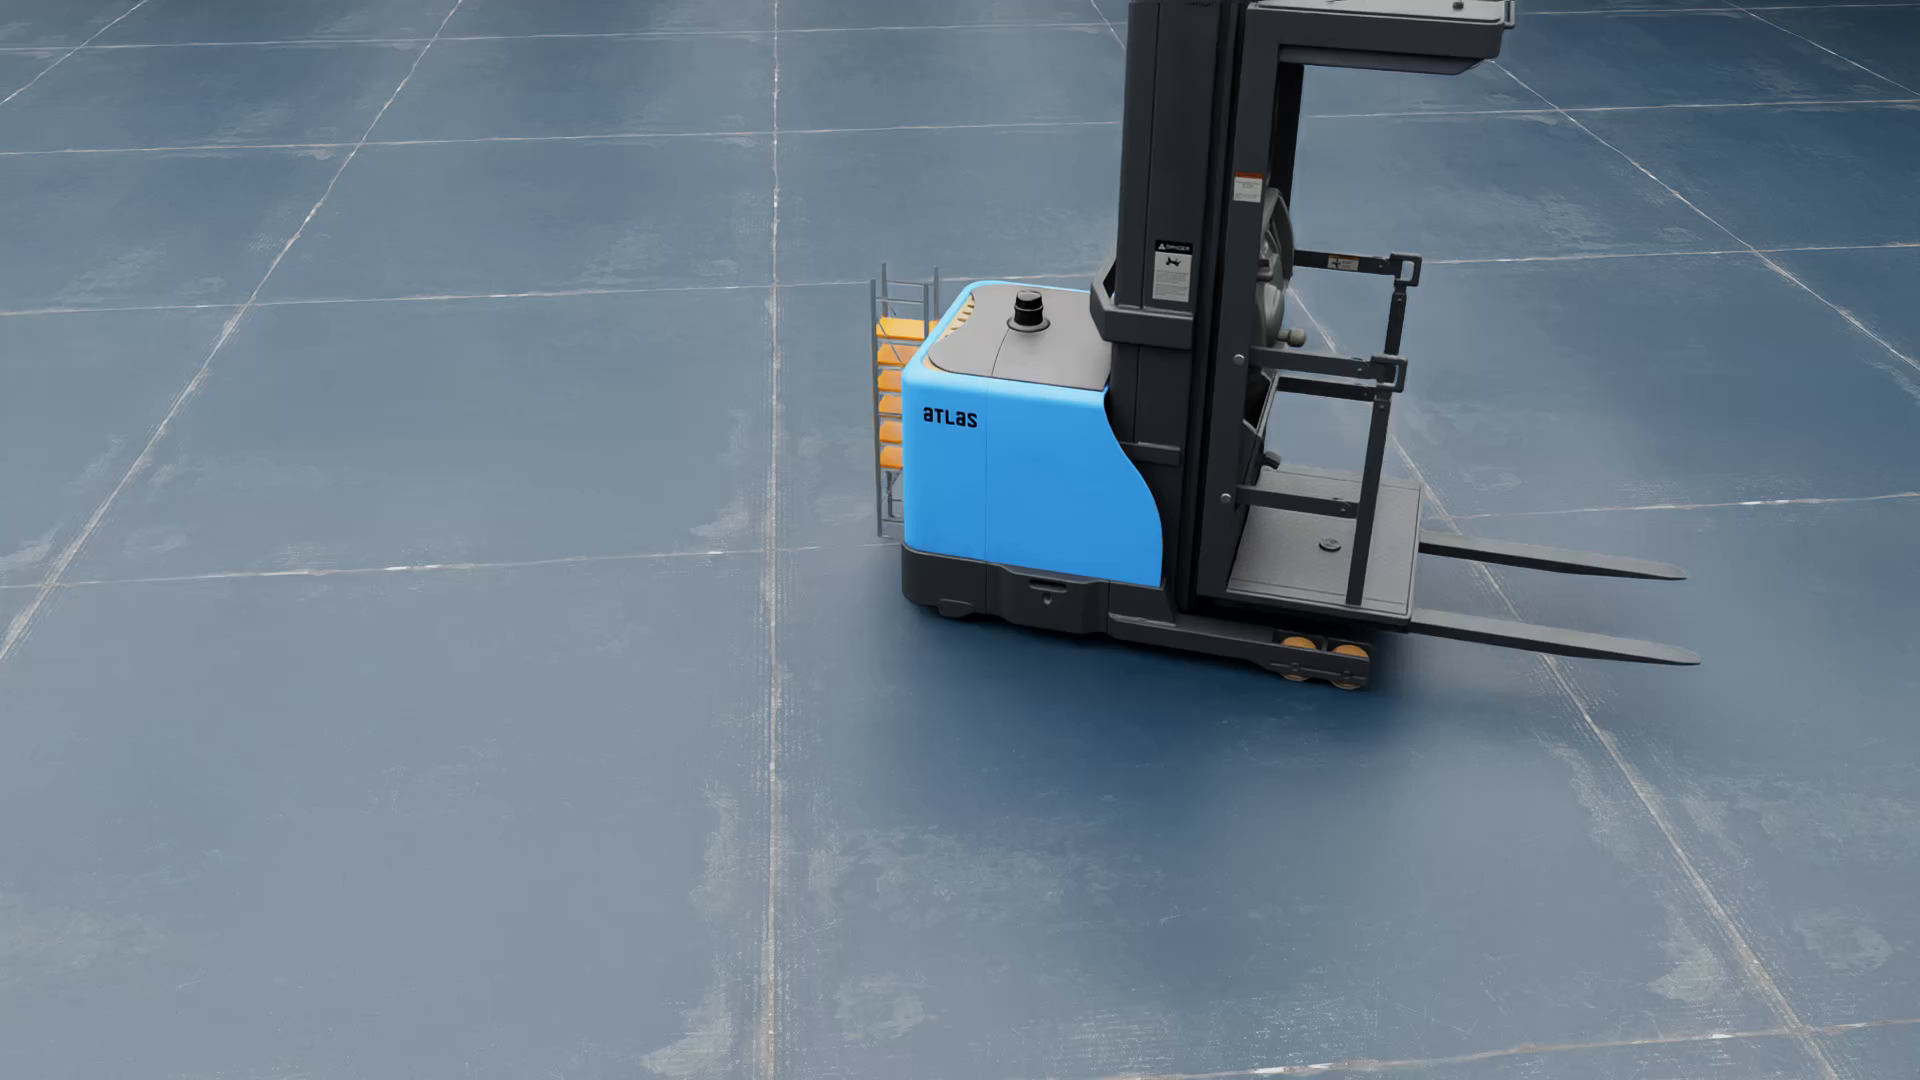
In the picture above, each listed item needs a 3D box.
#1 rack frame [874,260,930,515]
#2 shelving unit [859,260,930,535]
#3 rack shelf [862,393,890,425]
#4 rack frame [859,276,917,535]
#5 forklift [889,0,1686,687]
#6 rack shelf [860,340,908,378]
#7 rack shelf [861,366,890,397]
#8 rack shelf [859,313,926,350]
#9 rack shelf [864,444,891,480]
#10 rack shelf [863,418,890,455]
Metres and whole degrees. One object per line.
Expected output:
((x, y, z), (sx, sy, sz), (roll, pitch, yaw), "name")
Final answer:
((-0.238, -0.618, 7.114), (0.240, 1.200, 0.006), (9, 32, 14), "rack frame")
((-0.264, -0.573, 7.039), (0.258, 1.200, 0.189), (9, 32, 14), "shelving unit")
((-0.264, -0.535, 7.062), (0.258, 0.103, 0.180), (9, 32, 14), "rack shelf")
((-0.291, -0.528, 6.964), (0.240, 1.200, 0.006), (9, 32, 14), "rack frame")
((1.291, -1.004, 6.073), (3.031, 2.935, 1.130), (8, 32, 14), "forklift")
((-0.264, -0.741, 6.939), (0.258, 0.103, 0.180), (9, 32, 14), "rack shelf")
((-0.264, -0.638, 7.000), (0.258, 0.103, 0.180), (9, 32, 14), "rack shelf")
((-0.264, -0.844, 6.878), (0.258, 0.103, 0.180), (9, 32, 14), "rack shelf")
((-0.264, -0.329, 7.185), (0.258, 0.103, 0.180), (9, 32, 14), "rack shelf")
((-0.264, -0.432, 7.123), (0.258, 0.103, 0.180), (9, 32, 14), "rack shelf")
